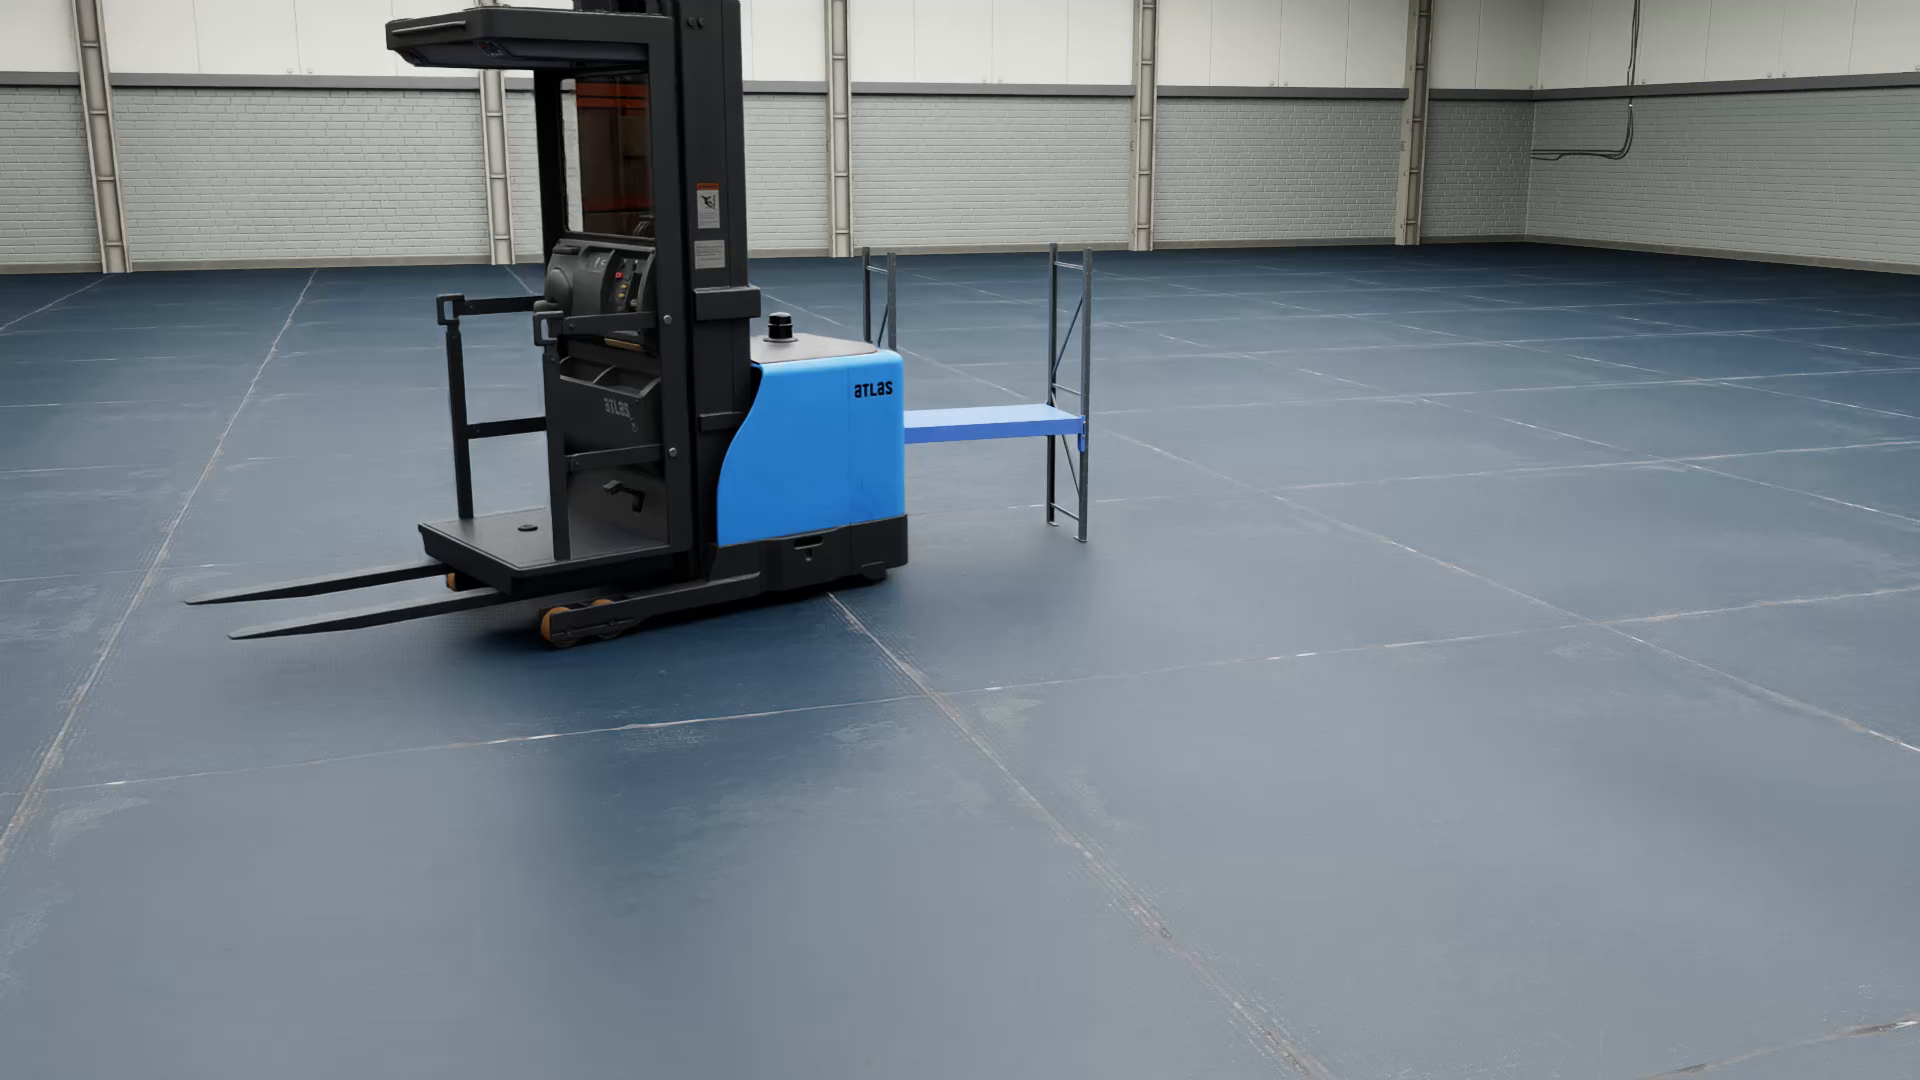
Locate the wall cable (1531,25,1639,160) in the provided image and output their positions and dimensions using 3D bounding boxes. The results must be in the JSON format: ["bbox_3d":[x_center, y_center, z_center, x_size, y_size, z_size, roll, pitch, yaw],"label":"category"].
[{"bbox_3d":[12.408,-8.877,33.224,0.112,2.526,3.097,-4,14,-18],"label":"wall cable"}]

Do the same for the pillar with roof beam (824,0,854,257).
[{"bbox_3d":[-0.807,-8.630,25.478,0.400,9.000,9.100,-4,14,-18],"label":"pillar with roof beam"}]

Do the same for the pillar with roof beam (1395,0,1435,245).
[{"bbox_3d":[10.567,-9.516,29.201,0.400,9.000,9.100,-4,14,-18],"label":"pillar with roof beam"}]

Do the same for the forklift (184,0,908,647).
[{"bbox_3d":[-1.715,-1.124,7.033,3.031,2.935,1.130,-10,17,-37],"label":"forklift"}]

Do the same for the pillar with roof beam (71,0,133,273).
[{"bbox_3d":[-12.180,-7.744,21.754,0.400,9.000,9.100,-4,14,-18],"label":"pillar with roof beam"}]

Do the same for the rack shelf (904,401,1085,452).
[{"bbox_3d":[0.081,-0.561,8.537,1.000,0.185,0.538,-4,14,-18],"label":"rack shelf"}]

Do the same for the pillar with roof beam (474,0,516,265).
[{"bbox_3d":[-6.493,-8.187,23.616,0.400,9.000,9.100,-4,14,-18],"label":"pillar with roof beam"}]

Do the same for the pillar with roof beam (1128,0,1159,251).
[{"bbox_3d":[4.880,-9.073,27.339,0.400,9.000,9.100,-4,14,-18],"label":"pillar with roof beam"}]

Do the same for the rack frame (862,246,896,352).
[{"bbox_3d":[-0.401,-0.698,8.338,0.032,1.500,0.500,-4,14,-18],"label":"rack frame"}]

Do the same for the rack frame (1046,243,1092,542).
[{"bbox_3d":[0.563,-0.773,8.653,0.032,1.500,0.500,-4,14,-18],"label":"rack frame"}]

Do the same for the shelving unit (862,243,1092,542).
[{"bbox_3d":[0.081,-0.736,8.496,1.048,1.500,0.538,-4,14,-18],"label":"shelving unit"}]

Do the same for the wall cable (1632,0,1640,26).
[{"bbox_3d":[13.270,-10.740,30.146,0.112,2.526,3.097,-4,14,-18],"label":"wall cable"}]
